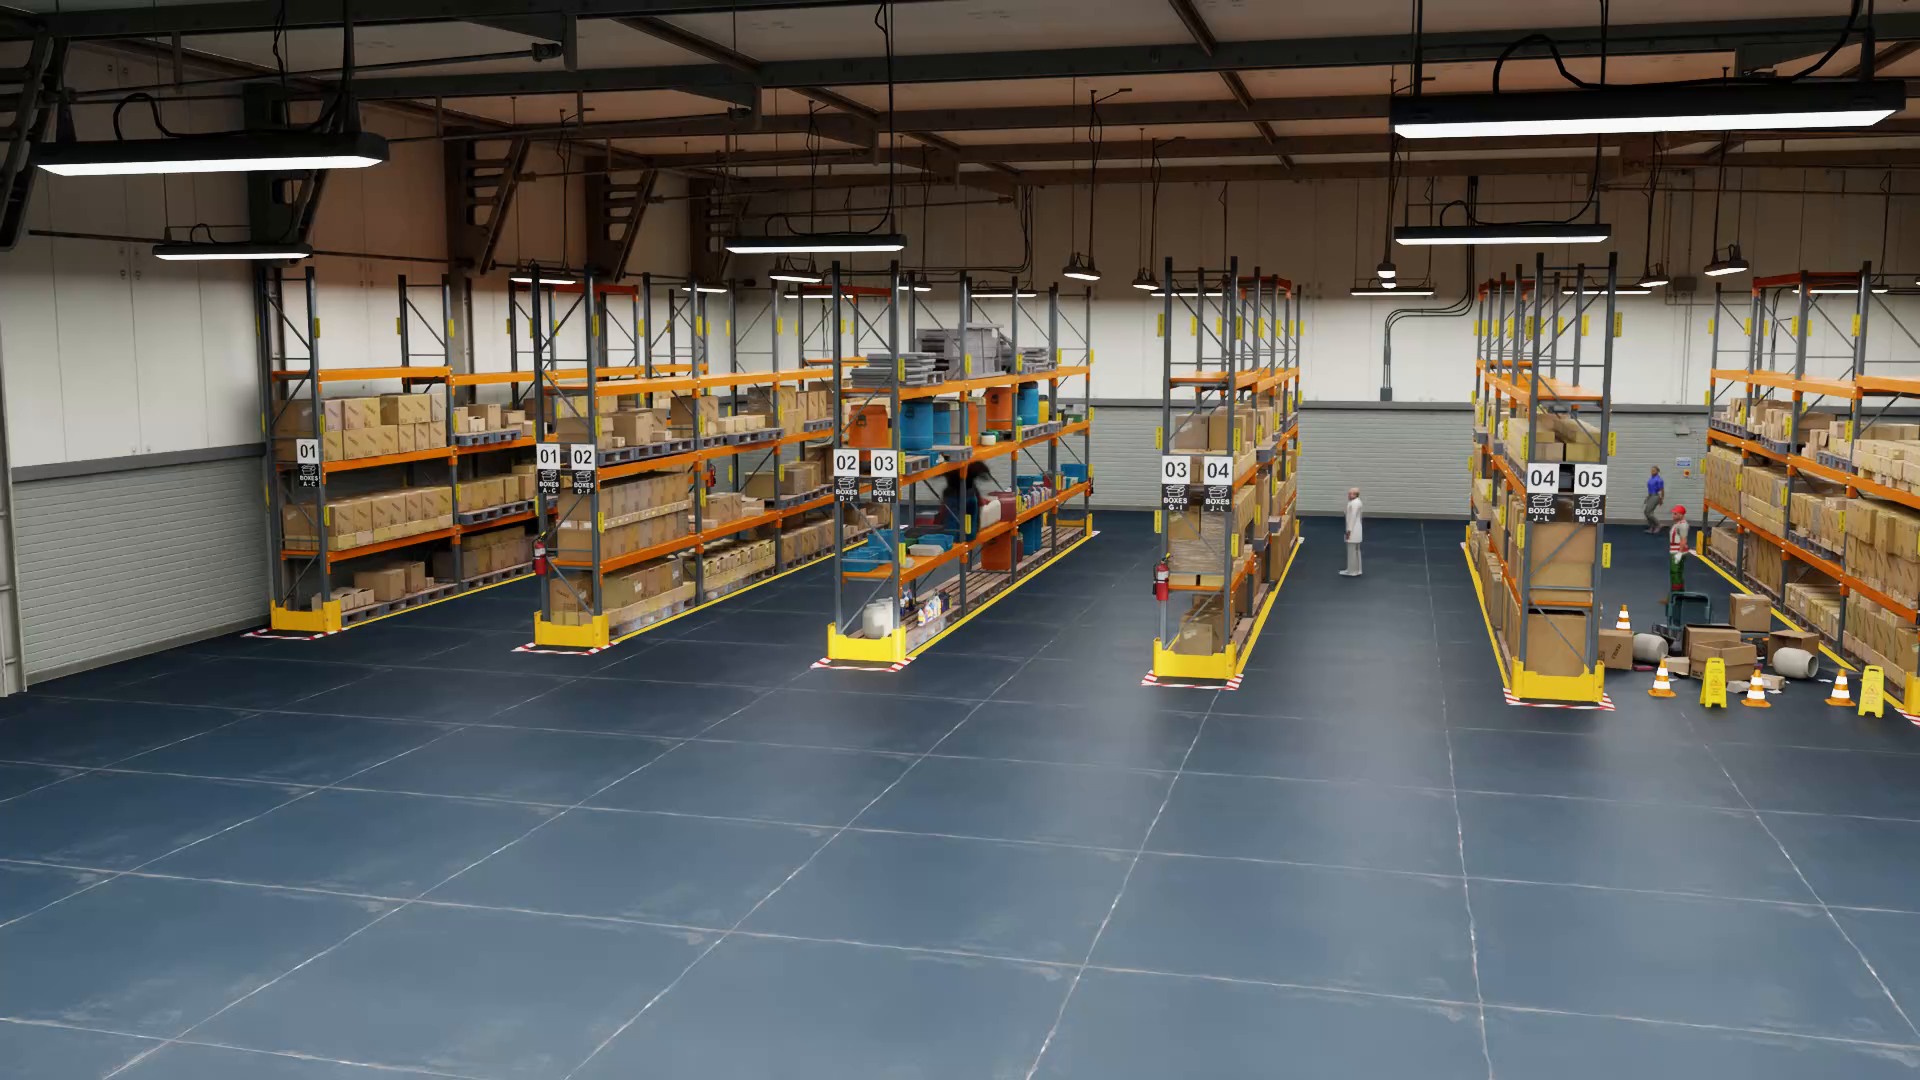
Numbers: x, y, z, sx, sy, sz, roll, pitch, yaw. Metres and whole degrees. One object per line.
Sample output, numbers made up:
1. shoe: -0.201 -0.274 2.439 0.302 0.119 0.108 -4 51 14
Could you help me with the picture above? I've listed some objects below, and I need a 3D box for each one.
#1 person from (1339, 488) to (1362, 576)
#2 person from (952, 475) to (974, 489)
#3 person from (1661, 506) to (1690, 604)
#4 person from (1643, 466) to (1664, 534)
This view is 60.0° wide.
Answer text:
1. person: 7.962 -0.170 33.790 0.452 1.798 0.665 3 8 22
2. person: 0.057 -0.767 38.742 0.555 1.731 1.032 2 8 15
3. person: 13.138 0.263 30.467 0.410 1.793 0.604 5 9 34
4. person: 16.935 -0.986 40.668 0.446 1.664 0.449 1 7 6
